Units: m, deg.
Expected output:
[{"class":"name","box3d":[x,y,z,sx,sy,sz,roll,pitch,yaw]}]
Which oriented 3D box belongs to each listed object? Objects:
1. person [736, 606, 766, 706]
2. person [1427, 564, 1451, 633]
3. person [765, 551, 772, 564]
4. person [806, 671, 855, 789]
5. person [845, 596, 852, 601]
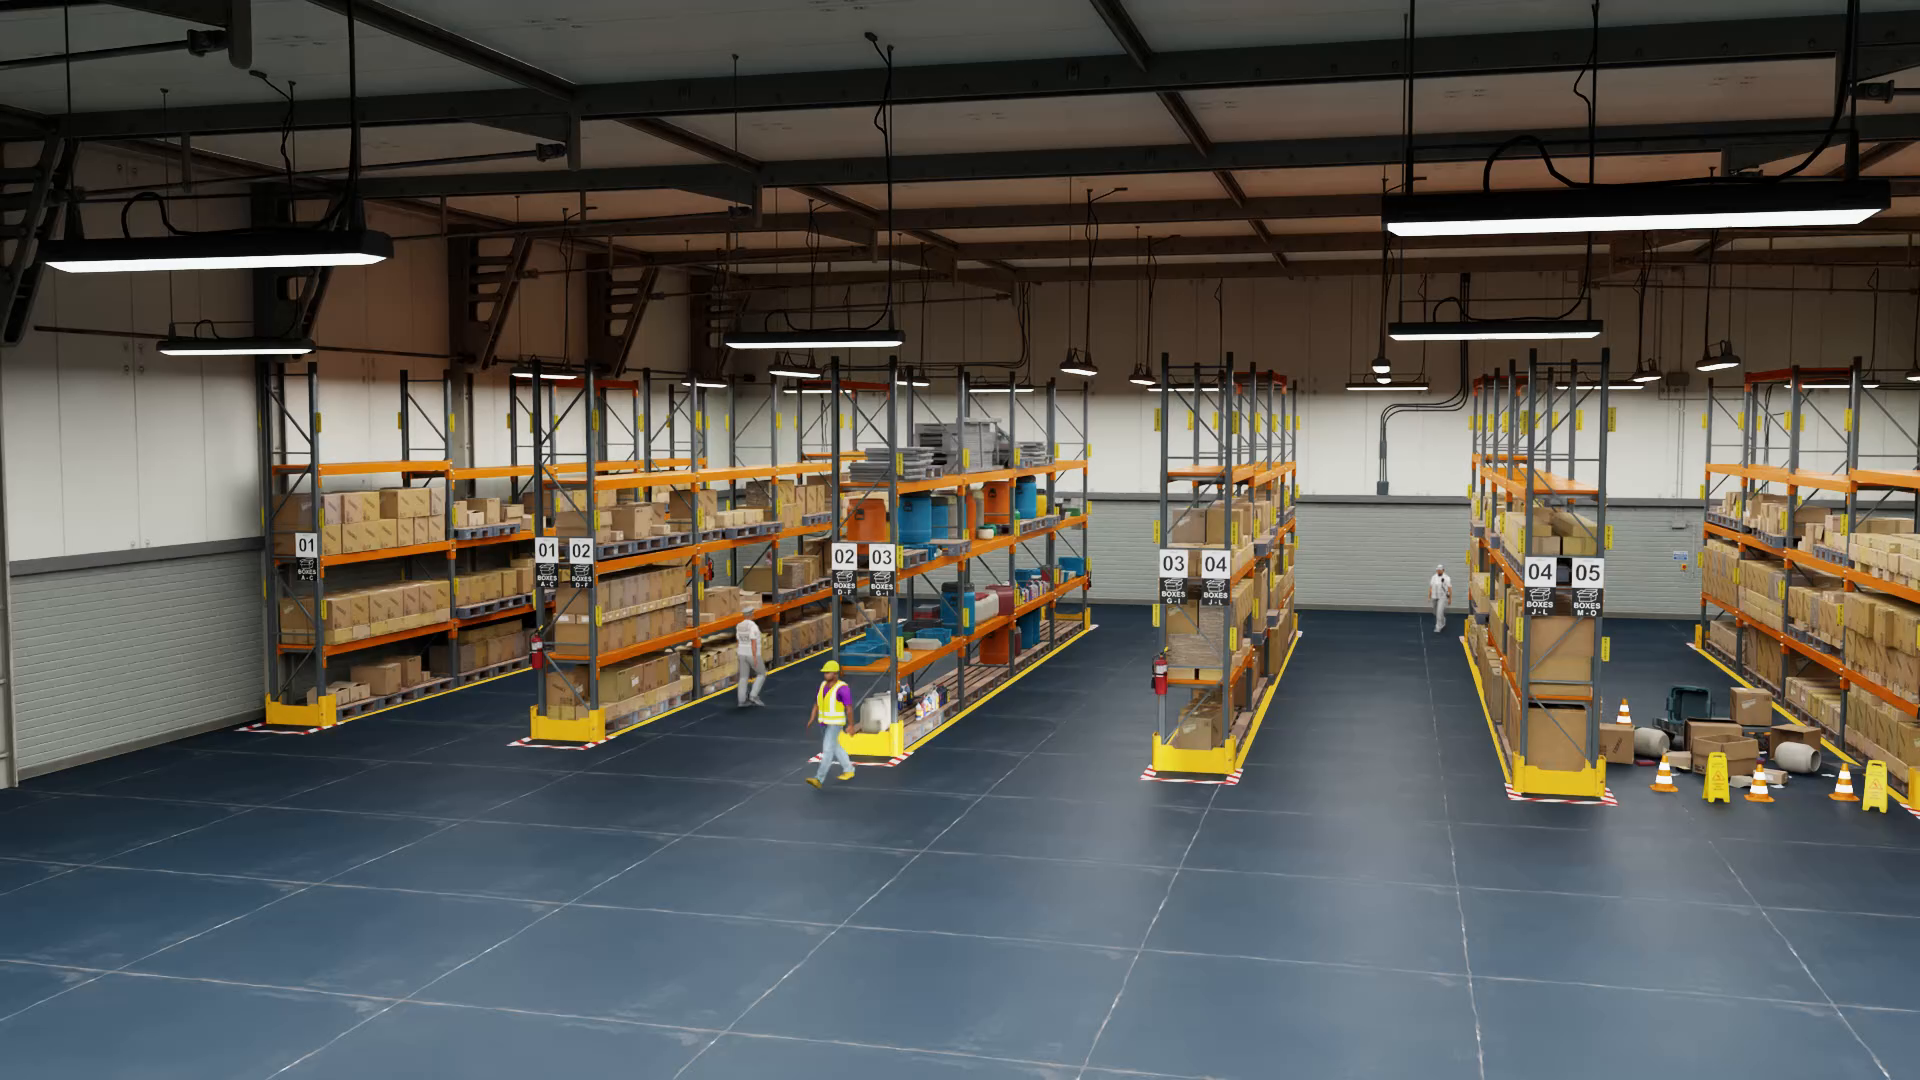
[{"class":"person","box3d":[-3.741,2.054,29.355,0.564,1.774,0.526,2,5,28]},{"class":"person","box3d":[11.517,1.378,39.821,0.498,1.608,1.006,4,5,41]},{"class":"person","box3d":[-5.038,1.116,44.183,0.446,1.591,0.438,1,4,14]},{"class":"person","box3d":[-1.829,2.583,22.922,1.056,1.573,0.610,-3,5,-40]},{"class":"person","box3d":[-2.950,1.110,44.087,0.605,1.594,0.700,2,4,26]}]
